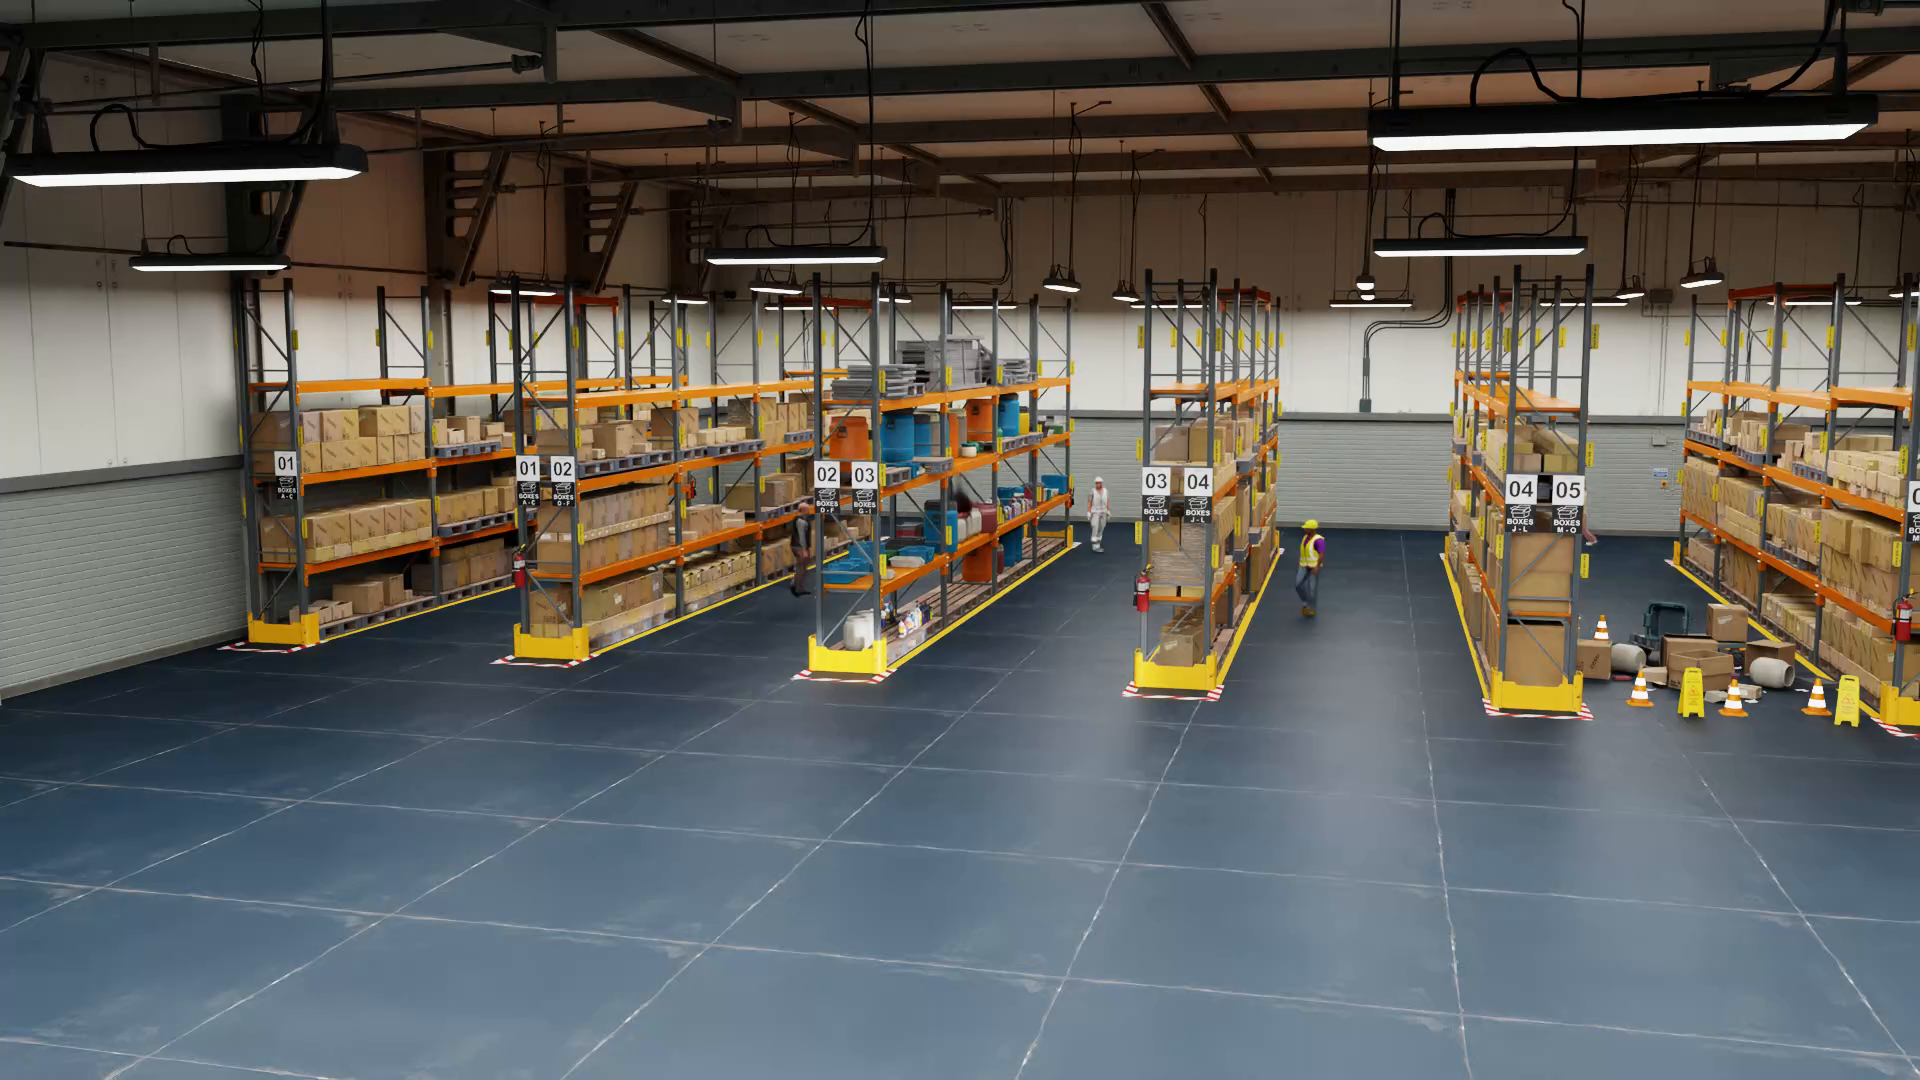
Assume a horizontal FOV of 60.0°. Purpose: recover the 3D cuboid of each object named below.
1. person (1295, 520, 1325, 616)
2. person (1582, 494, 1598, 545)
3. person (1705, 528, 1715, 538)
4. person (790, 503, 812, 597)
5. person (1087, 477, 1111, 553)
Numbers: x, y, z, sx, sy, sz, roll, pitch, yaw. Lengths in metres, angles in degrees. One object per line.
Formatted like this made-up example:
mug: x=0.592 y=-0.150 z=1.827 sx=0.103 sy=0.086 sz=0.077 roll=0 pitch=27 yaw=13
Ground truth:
person: x=6.349 y=0.517 z=30.276 sx=0.637 sy=1.774 sz=0.639 roll=4 pitch=8 yaw=33
person: x=14.962 y=-0.641 z=40.314 sx=0.881 sy=1.635 sz=0.565 roll=0 pitch=7 yaw=1
person: x=18.227 y=-0.702 z=40.373 sx=0.542 sy=1.809 sz=0.542 roll=-1 pitch=7 yaw=-10
person: x=-2.940 y=0.194 z=30.724 sx=0.410 sy=1.786 sz=0.544 roll=-4 pitch=8 yaw=-32
person: x=3.331 y=-0.609 z=39.468 sx=0.581 sy=1.794 sz=0.591 roll=-3 pitch=8 yaw=-24
